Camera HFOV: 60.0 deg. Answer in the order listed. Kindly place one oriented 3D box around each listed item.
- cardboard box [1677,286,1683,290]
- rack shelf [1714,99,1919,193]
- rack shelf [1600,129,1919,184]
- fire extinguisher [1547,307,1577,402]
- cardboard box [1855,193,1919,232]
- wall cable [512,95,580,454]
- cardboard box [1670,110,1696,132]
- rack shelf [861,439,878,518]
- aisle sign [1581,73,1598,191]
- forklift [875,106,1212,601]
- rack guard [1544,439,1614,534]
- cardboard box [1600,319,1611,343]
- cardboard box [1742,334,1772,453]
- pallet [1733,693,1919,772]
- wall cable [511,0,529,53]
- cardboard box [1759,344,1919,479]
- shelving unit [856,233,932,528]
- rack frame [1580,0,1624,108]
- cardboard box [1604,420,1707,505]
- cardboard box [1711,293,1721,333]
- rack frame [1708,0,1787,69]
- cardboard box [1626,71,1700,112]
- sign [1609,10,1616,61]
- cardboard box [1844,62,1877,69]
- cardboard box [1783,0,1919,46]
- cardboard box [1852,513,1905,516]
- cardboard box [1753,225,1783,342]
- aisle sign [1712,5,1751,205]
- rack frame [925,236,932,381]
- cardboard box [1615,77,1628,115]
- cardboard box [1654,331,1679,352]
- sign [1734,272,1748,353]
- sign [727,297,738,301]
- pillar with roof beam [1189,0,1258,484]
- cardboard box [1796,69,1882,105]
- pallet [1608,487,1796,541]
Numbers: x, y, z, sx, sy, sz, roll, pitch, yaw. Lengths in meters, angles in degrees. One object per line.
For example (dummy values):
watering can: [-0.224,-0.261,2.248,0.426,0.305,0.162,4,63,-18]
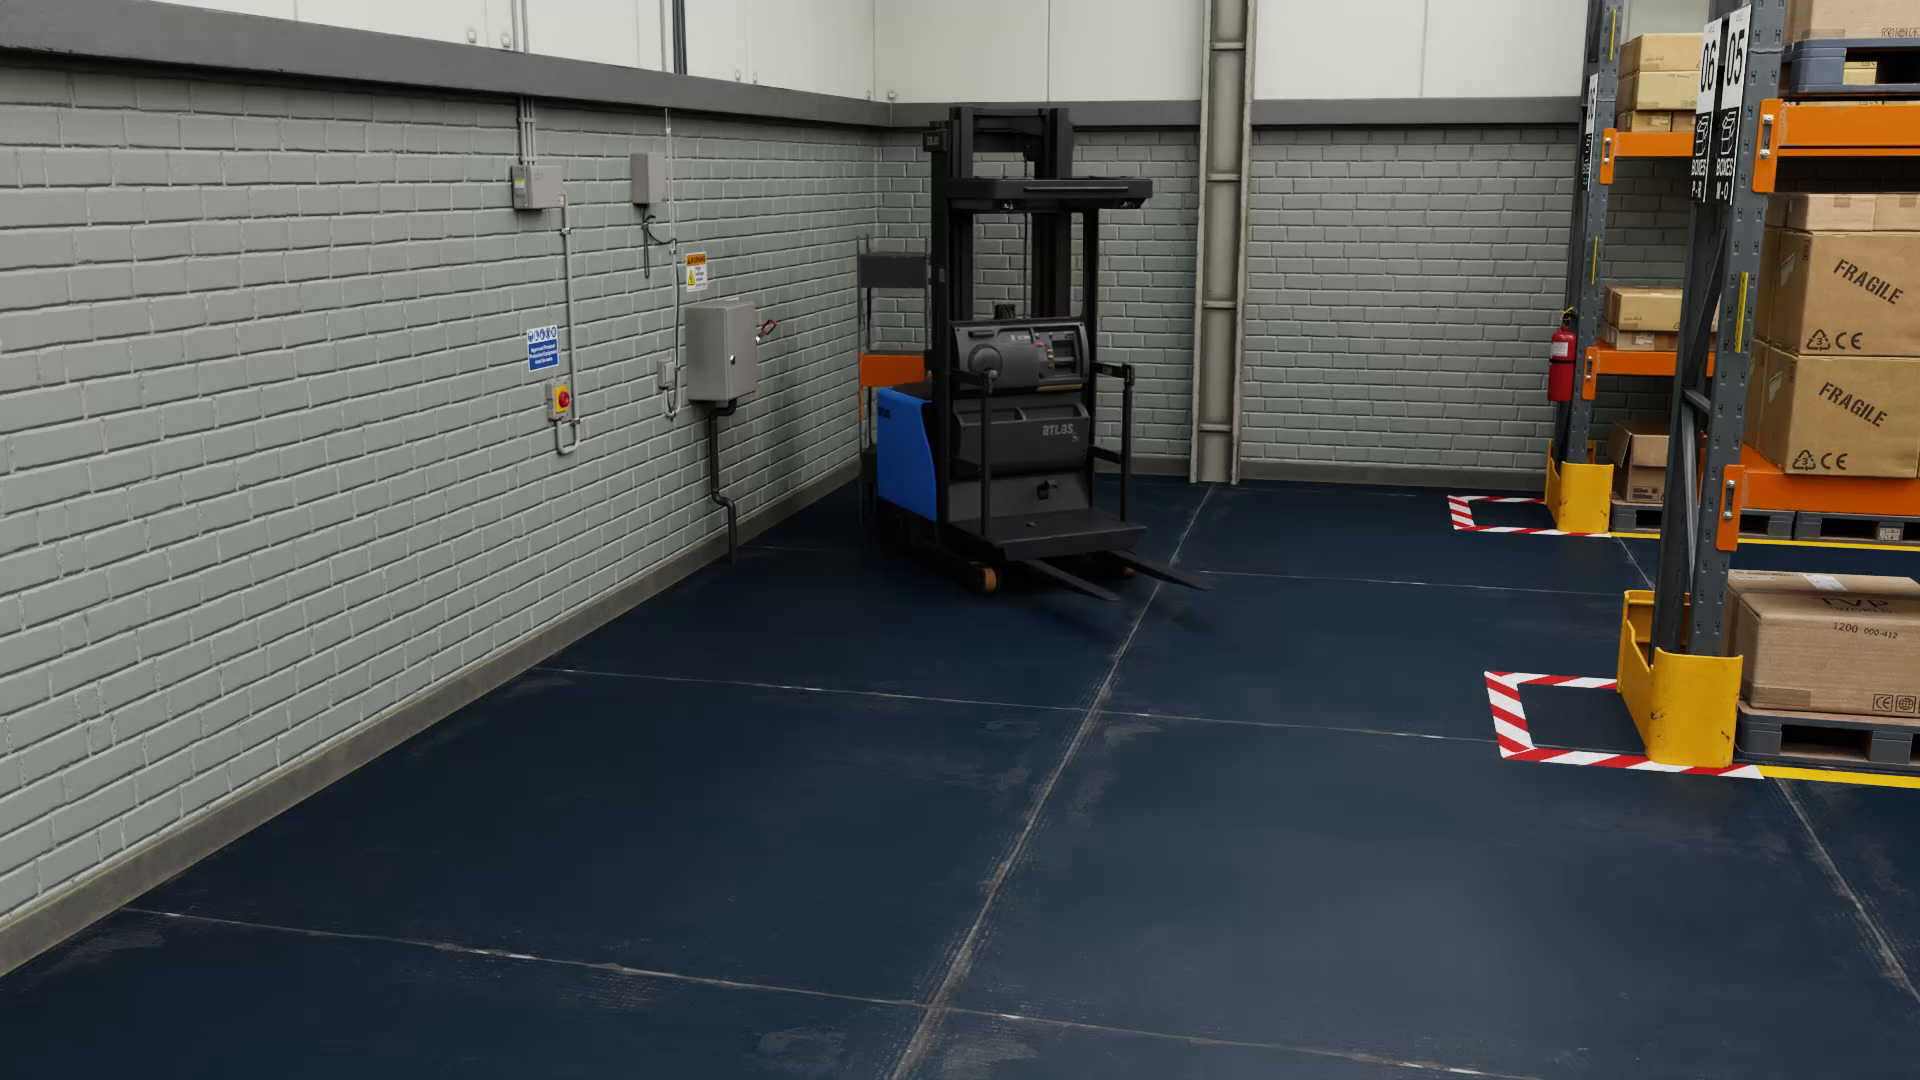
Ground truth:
cardboard box: [5.559,-1.716,12.204,0.500,0.250,0.500,3,13,14]
rack shelf: [5.304,-1.605,6.777,4.000,0.370,1.077,3,13,14]
rack shelf: [6.490,-2.649,11.483,4.000,0.370,1.077,3,13,14]
fire extinguisher: [4.294,-1.330,11.843,0.183,0.674,0.296,3,13,14]
cardboard box: [3.912,-1.374,6.963,0.250,0.149,0.380,3,13,15]
wall cable: [-2.118,-1.394,8.675,0.123,1.953,0.585,3,13,14]
cardboard box: [5.063,-2.908,11.569,0.250,0.149,0.380,3,13,15]
rack shelf: [-0.452,-0.452,12.217,0.480,0.518,0.431,2,13,8]
aisle sign: [4.411,-2.850,11.654,0.004,0.787,0.394,3,13,14]
forklift: [0.490,-1.206,10.404,1.130,2.935,3.031,-6,14,-25]
rack guard: [4.622,-0.415,12.451,0.348,0.500,1.175,3,13,14]
cardboard box: [4.934,-1.556,12.402,0.250,0.149,0.380,3,13,13]
cardboard box: [3.894,-0.675,7.619,0.500,0.500,0.500,3,13,14]
pallet: [4.157,0.791,7.681,1.213,0.211,1.003,3,13,14]
wall cable: [-2.228,-3.760,7.906,0.029,3.000,0.463,3,13,14]
cardboard box: [3.760,-0.559,7.097,0.500,0.500,0.500,3,13,13]
shelving unit: [-0.452,-1.149,12.063,0.503,2.100,0.431,2,13,8]
rack frame: [4.548,-4.568,11.548,0.127,3.000,1.000,3,13,14]
cardboard box: [5.119,-0.574,12.190,0.637,0.503,0.797,3,13,11]
cardboard box: [5.413,-1.605,11.702,0.500,0.250,0.500,3,13,14]
rack frame: [3.362,-3.524,6.842,0.127,3.000,1.000,3,13,14]
cardboard box: [4.913,-3.095,11.494,0.500,0.250,0.500,3,13,13]
sign: [4.418,-3.416,11.264,0.005,0.325,0.100,3,13,14]
cardboard box: [5.899,-3.290,11.219,0.500,0.250,0.500,3,13,13]
cardboard box: [3.821,-2.236,7.107,0.500,0.250,0.500,2,13,8]
cardboard box: [6.429,-0.471,11.735,0.500,0.500,0.500,3,13,15]
cardboard box: [3.887,-1.157,7.486,0.500,0.500,0.500,4,13,15]
aisle sign: [3.223,-1.807,6.952,0.004,0.787,0.394,3,13,14]
rack frame: [-0.210,-1.141,12.031,0.015,2.100,0.400,2,13,8]
cardboard box: [5.045,-3.210,12.011,0.500,0.250,0.500,3,13,13]
cardboard box: [5.059,-1.439,11.872,0.250,0.149,0.380,3,13,15]
sign: [3.224,-0.940,6.865,0.005,0.325,0.100,3,13,14]
sign: [-1.555,-1.386,11.273,0.001,0.494,0.329,3,13,14]
pillar with roof beam: [1.115,-3.992,8.952,0.400,9.000,9.100,3,13,14]
cardboard box: [5.906,-3.044,11.263,0.500,0.250,0.500,3,13,12]
pallet: [5.396,-0.233,12.296,1.213,0.211,1.003,3,13,14]
